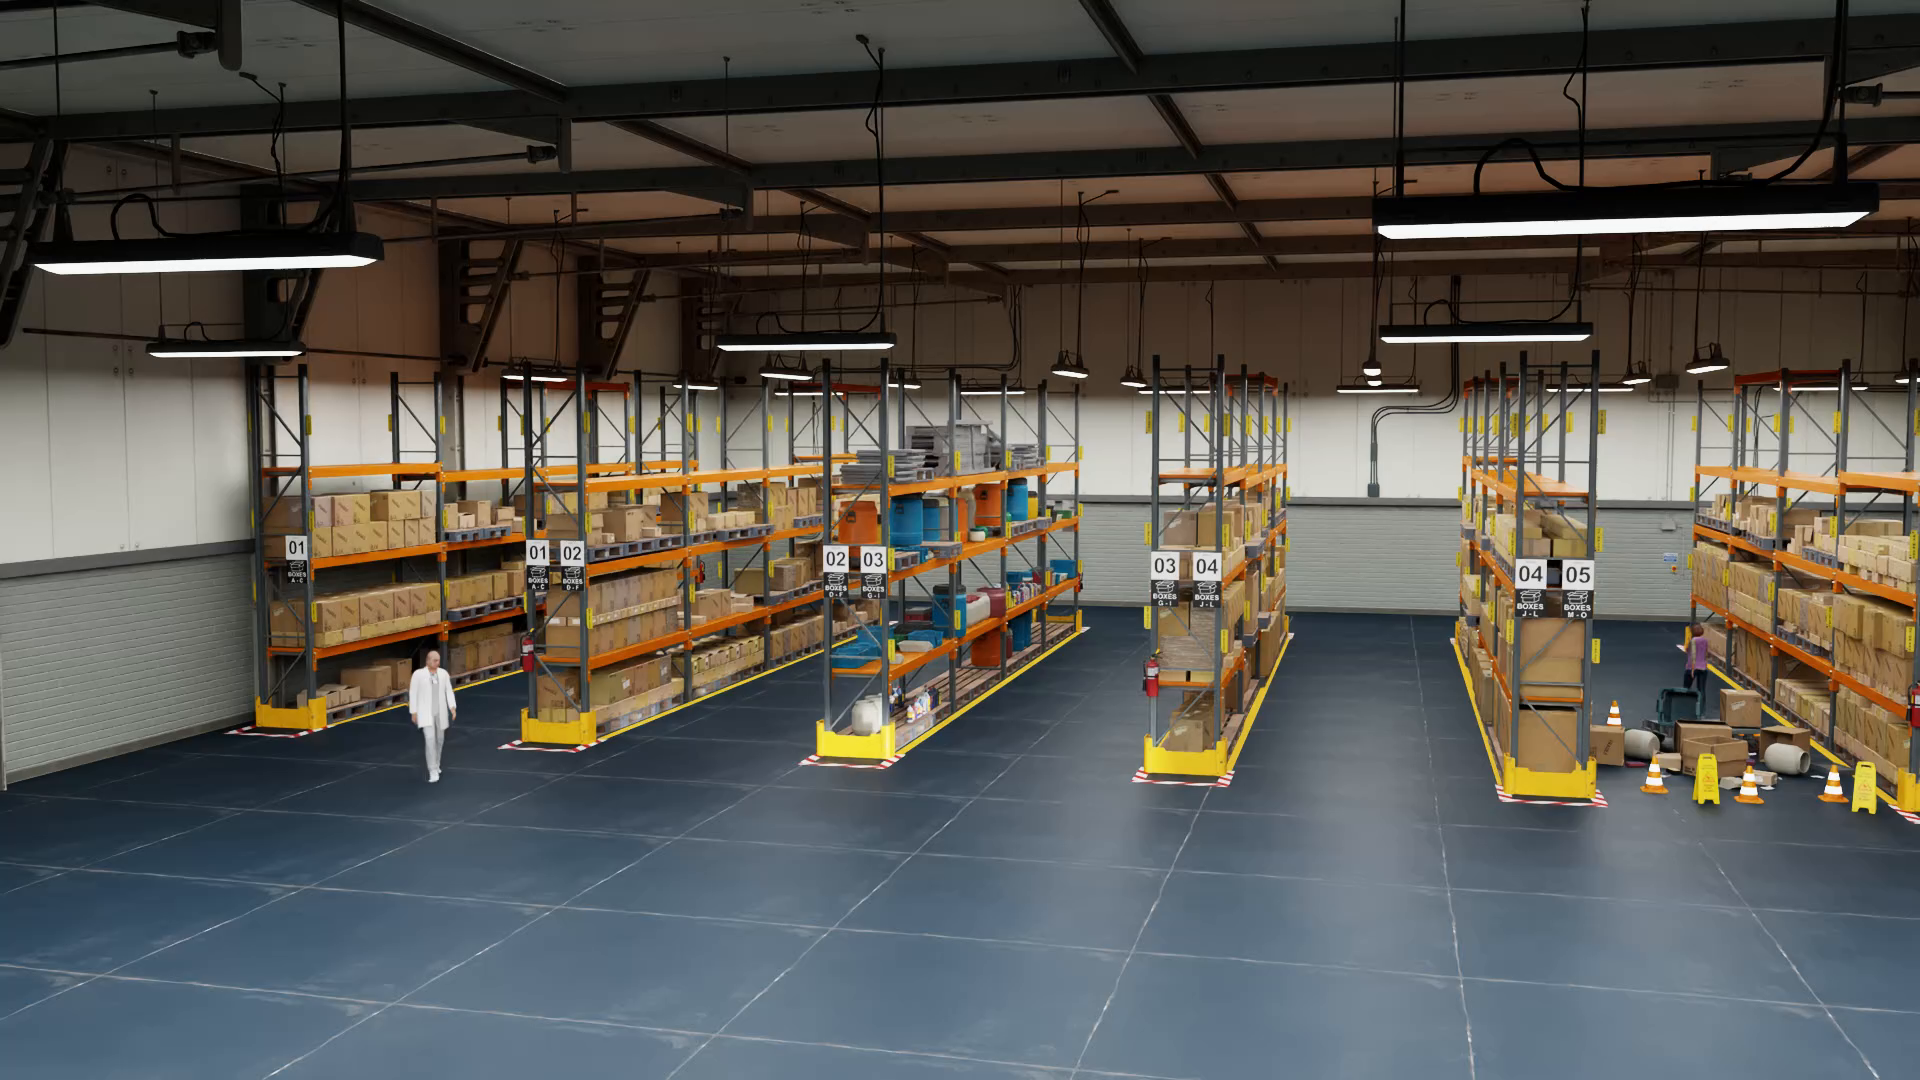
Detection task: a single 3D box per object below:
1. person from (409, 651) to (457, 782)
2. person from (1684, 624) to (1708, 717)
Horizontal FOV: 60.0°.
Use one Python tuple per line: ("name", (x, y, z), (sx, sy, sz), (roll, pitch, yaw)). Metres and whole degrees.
("person", (-7.476, 2.495, 23.722), (0.604, 1.796, 0.817), (-3, 5, -41))
("person", (12.665, 2.256, 28.533), (0.407, 1.617, 0.626), (0, 4, 1))
